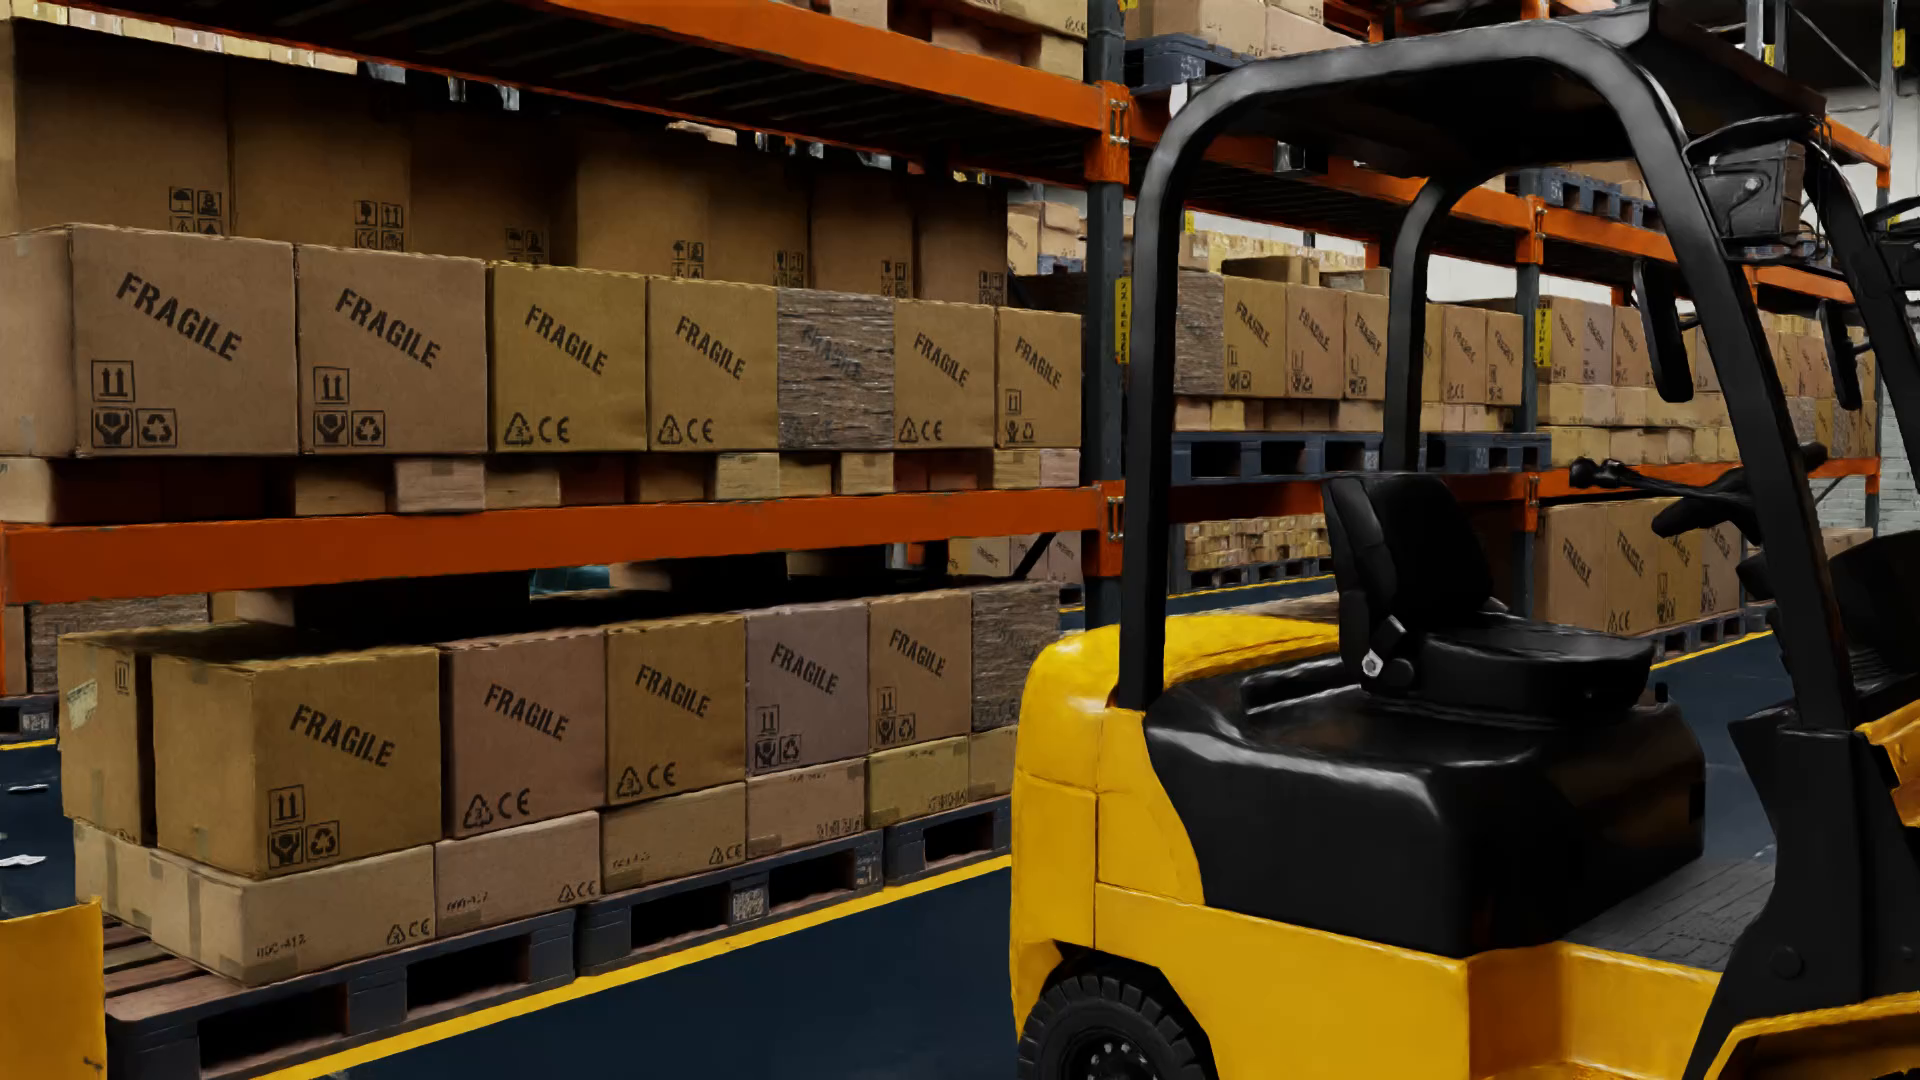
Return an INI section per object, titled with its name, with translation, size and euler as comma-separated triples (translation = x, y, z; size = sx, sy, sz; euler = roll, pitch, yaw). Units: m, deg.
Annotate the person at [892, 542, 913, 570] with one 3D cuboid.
[person]
translation = -0.325, -0.065, 11.472
size = 0.451, 1.659, 0.498
euler = -3, 5, -36
